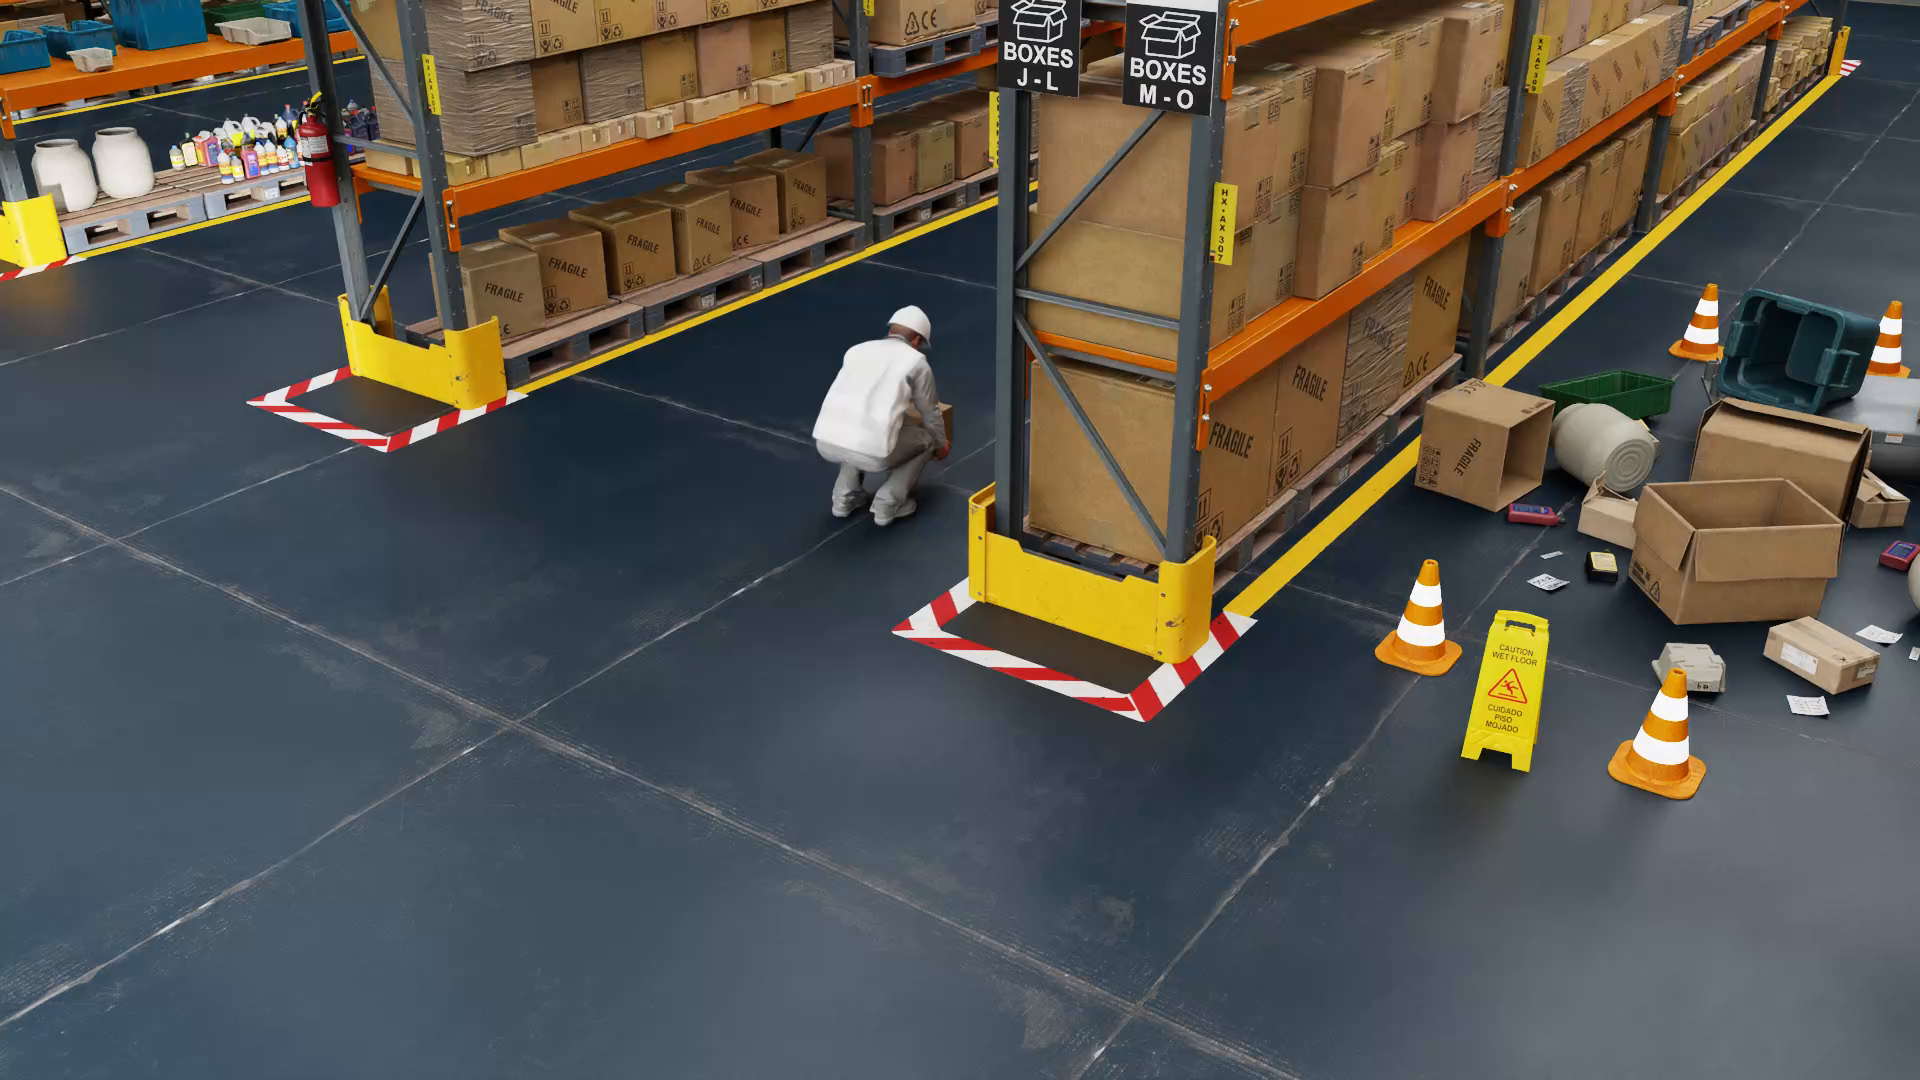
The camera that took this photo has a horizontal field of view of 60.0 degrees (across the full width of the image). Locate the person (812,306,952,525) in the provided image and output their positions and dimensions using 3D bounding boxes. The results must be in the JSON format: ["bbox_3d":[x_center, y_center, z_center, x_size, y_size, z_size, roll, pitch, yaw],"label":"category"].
[{"bbox_3d":[-0.410,-0.639,8.710,0.507,1.015,0.878,16,31,29],"label":"person"}]
